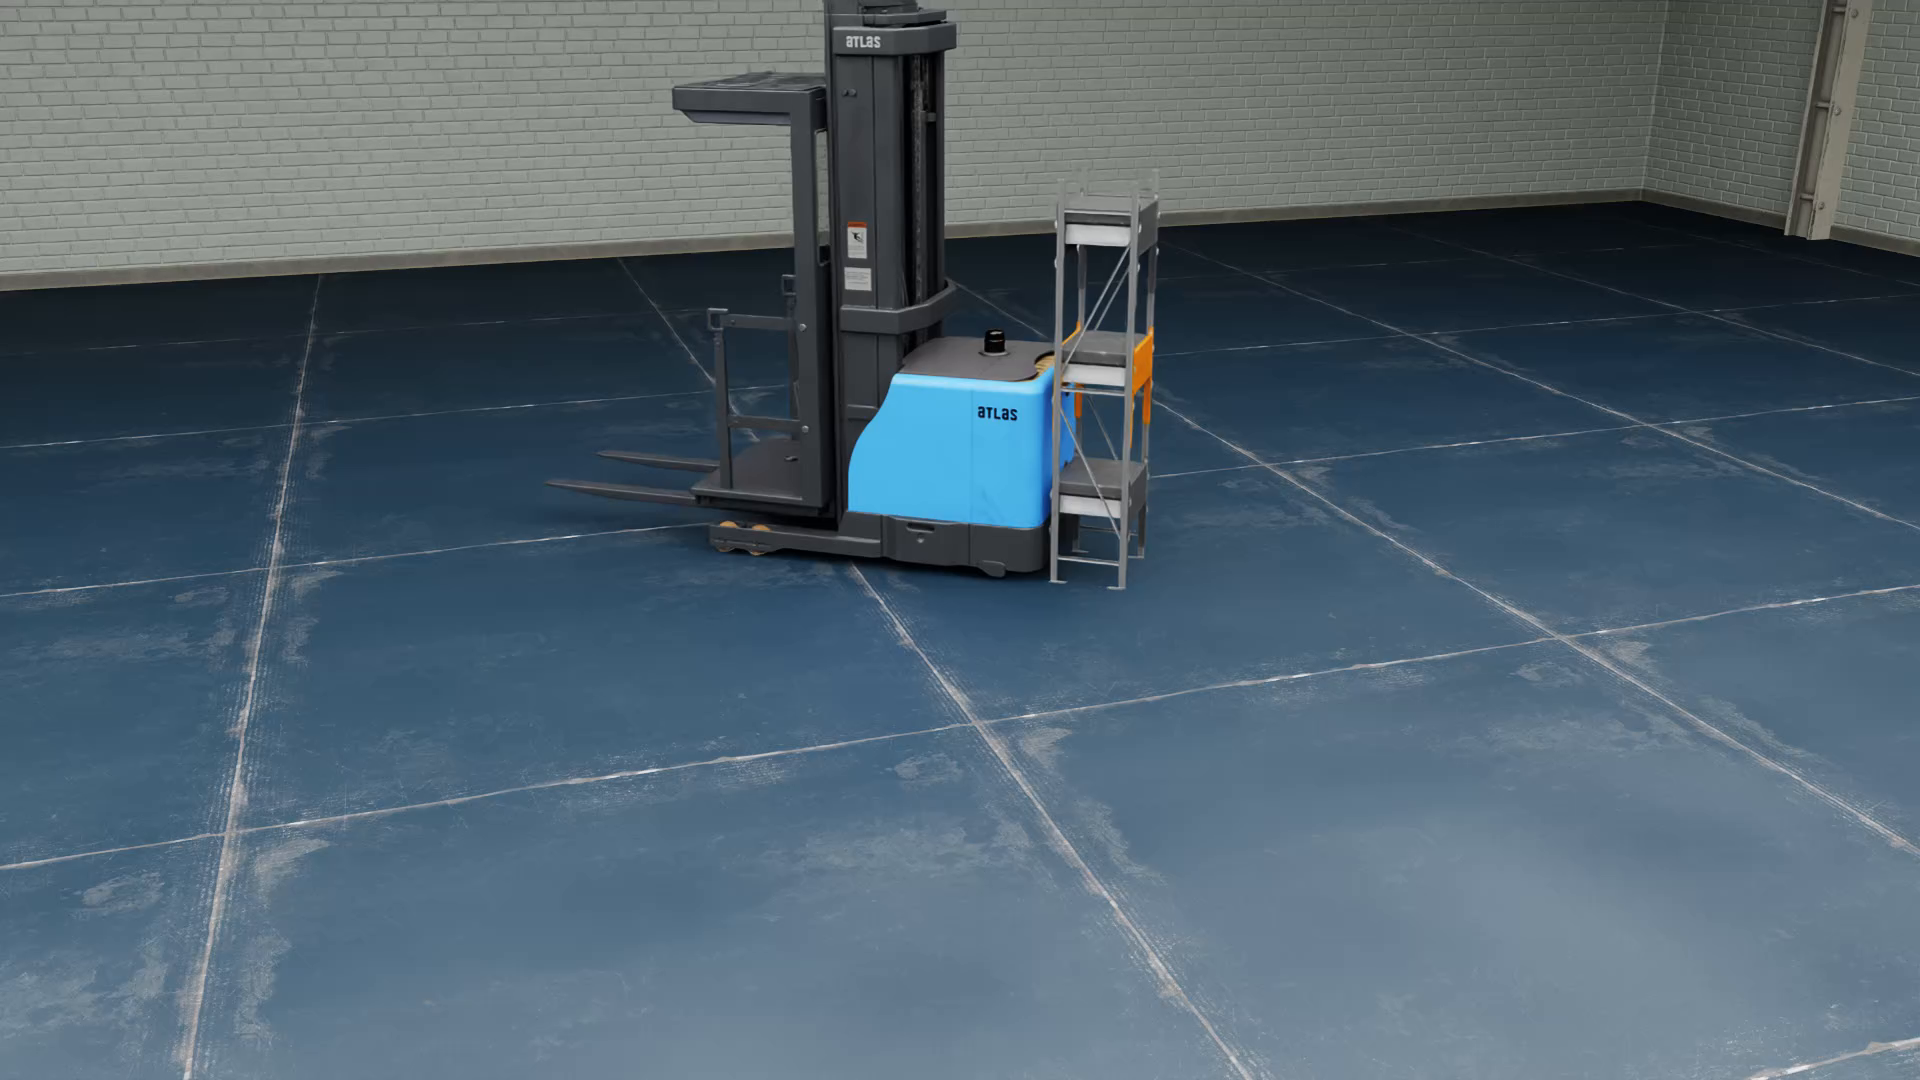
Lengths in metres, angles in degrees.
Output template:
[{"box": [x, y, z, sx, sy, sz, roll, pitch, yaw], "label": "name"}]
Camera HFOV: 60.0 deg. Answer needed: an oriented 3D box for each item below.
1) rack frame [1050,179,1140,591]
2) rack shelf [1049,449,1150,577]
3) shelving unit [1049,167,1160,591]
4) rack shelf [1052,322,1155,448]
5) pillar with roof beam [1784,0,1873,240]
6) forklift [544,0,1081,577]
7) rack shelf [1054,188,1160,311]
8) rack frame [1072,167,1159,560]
[{"box": [0.670, -0.744, 8.380, 0.400, 2.100, 0.015, 6, 21, 16], "label": "rack frame"}, {"box": [0.743, -0.151, 8.841, 0.431, 0.518, 0.480, 6, 21, 16], "label": "rack shelf"}, {"box": [0.743, -0.822, 8.600, 0.431, 2.100, 0.503, 6, 21, 16], "label": "shelving unit"}, {"box": [0.743, -0.809, 8.604, 0.431, 0.518, 0.480, 6, 21, 16], "label": "rack shelf"}, {"box": [5.666, -7.271, 16.348, 9.100, 9.000, 0.400, -6, 21, -17], "label": "pillar with roof beam"}, {"box": [-0.878, -1.455, 9.132, 3.031, 2.935, 1.130, 6, 21, 16], "label": "forklift"}, {"box": [0.743, -1.468, 8.368, 0.431, 0.518, 0.480, 6, 21, 16], "label": "rack shelf"}, {"box": [0.816, -0.901, 8.819, 0.400, 2.100, 0.015, 6, 21, 16], "label": "rack frame"}]
